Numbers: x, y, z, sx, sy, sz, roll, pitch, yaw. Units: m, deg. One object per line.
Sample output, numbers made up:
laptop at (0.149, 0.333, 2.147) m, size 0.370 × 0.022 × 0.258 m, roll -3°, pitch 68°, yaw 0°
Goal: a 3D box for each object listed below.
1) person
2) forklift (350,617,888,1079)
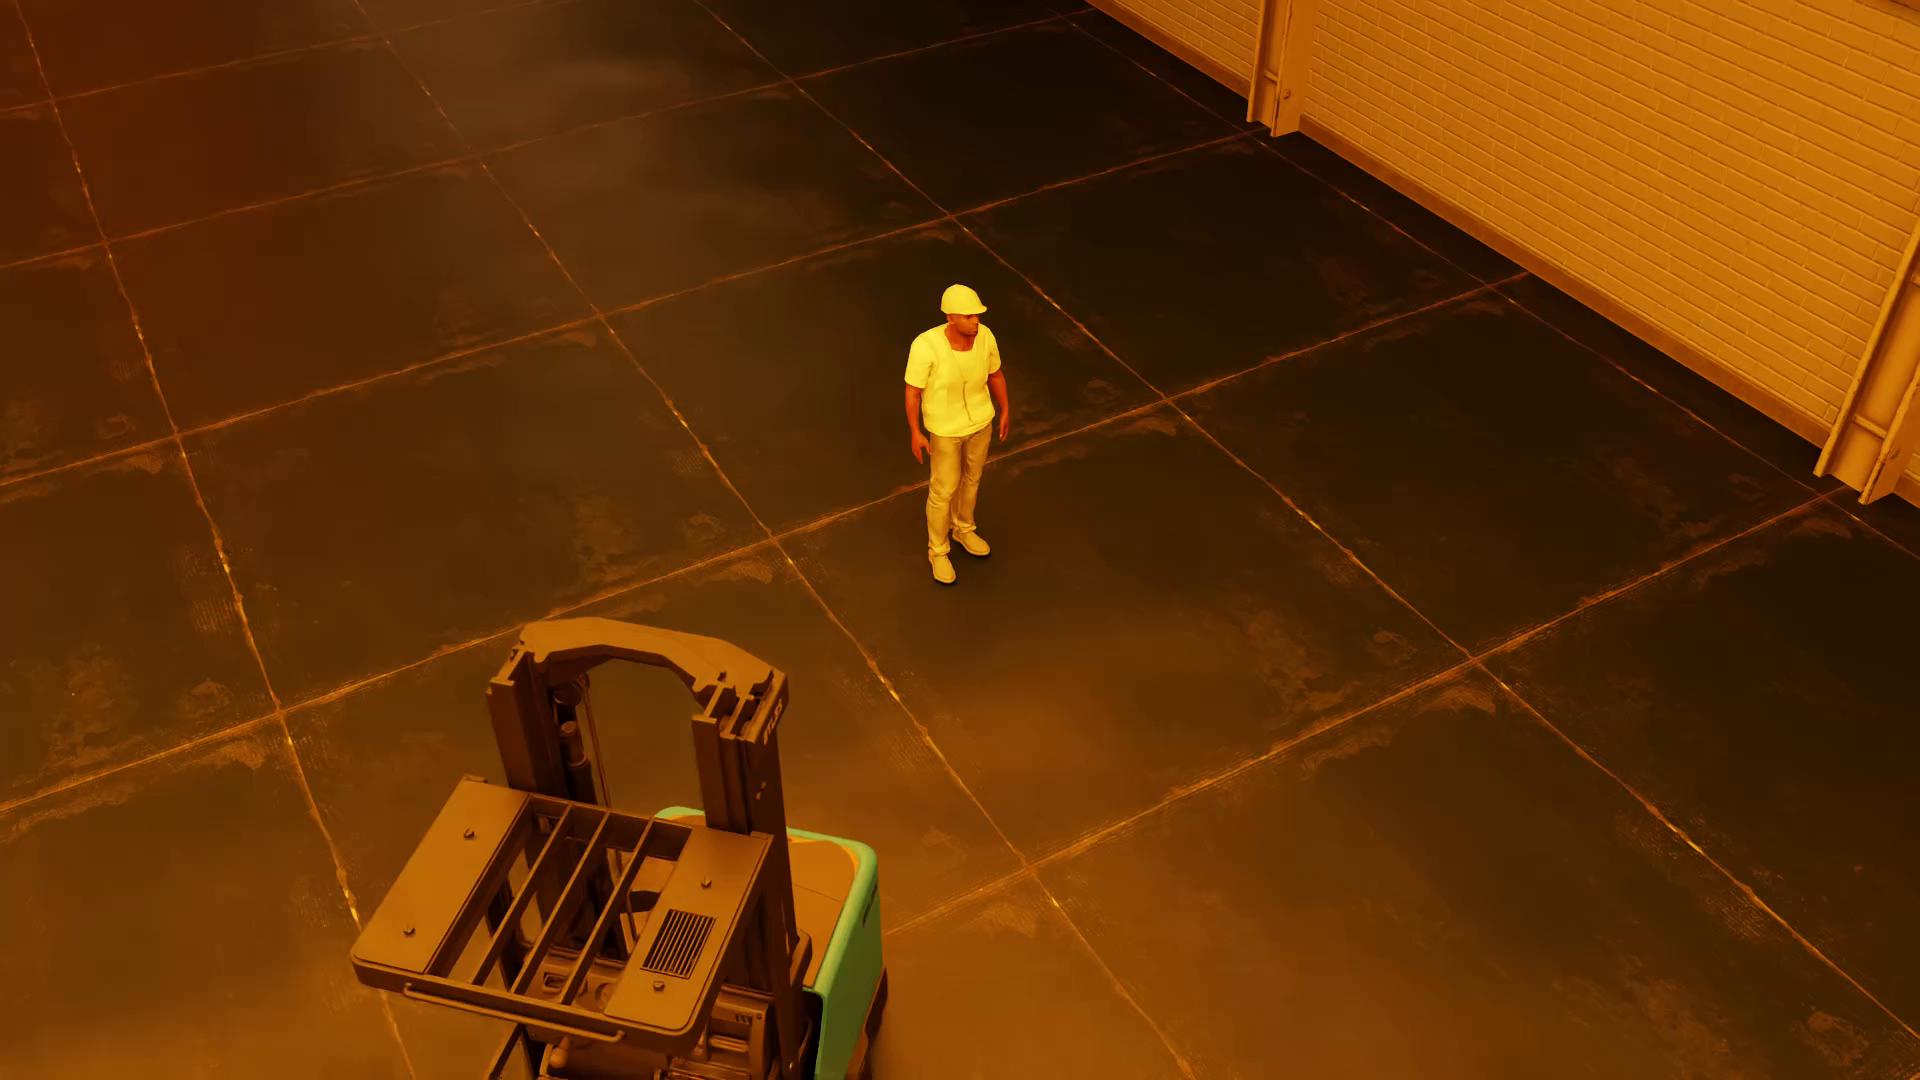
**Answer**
person at (0.029, -0.645, 9.715) m, size 0.665 × 1.765 × 0.577 m, roll -20°, pitch 44°, yaw -23°
forklift at (-1.190, 1.835, 5.824) m, size 1.130 × 2.935 × 3.031 m, roll 9°, pitch 41°, yaw 11°
